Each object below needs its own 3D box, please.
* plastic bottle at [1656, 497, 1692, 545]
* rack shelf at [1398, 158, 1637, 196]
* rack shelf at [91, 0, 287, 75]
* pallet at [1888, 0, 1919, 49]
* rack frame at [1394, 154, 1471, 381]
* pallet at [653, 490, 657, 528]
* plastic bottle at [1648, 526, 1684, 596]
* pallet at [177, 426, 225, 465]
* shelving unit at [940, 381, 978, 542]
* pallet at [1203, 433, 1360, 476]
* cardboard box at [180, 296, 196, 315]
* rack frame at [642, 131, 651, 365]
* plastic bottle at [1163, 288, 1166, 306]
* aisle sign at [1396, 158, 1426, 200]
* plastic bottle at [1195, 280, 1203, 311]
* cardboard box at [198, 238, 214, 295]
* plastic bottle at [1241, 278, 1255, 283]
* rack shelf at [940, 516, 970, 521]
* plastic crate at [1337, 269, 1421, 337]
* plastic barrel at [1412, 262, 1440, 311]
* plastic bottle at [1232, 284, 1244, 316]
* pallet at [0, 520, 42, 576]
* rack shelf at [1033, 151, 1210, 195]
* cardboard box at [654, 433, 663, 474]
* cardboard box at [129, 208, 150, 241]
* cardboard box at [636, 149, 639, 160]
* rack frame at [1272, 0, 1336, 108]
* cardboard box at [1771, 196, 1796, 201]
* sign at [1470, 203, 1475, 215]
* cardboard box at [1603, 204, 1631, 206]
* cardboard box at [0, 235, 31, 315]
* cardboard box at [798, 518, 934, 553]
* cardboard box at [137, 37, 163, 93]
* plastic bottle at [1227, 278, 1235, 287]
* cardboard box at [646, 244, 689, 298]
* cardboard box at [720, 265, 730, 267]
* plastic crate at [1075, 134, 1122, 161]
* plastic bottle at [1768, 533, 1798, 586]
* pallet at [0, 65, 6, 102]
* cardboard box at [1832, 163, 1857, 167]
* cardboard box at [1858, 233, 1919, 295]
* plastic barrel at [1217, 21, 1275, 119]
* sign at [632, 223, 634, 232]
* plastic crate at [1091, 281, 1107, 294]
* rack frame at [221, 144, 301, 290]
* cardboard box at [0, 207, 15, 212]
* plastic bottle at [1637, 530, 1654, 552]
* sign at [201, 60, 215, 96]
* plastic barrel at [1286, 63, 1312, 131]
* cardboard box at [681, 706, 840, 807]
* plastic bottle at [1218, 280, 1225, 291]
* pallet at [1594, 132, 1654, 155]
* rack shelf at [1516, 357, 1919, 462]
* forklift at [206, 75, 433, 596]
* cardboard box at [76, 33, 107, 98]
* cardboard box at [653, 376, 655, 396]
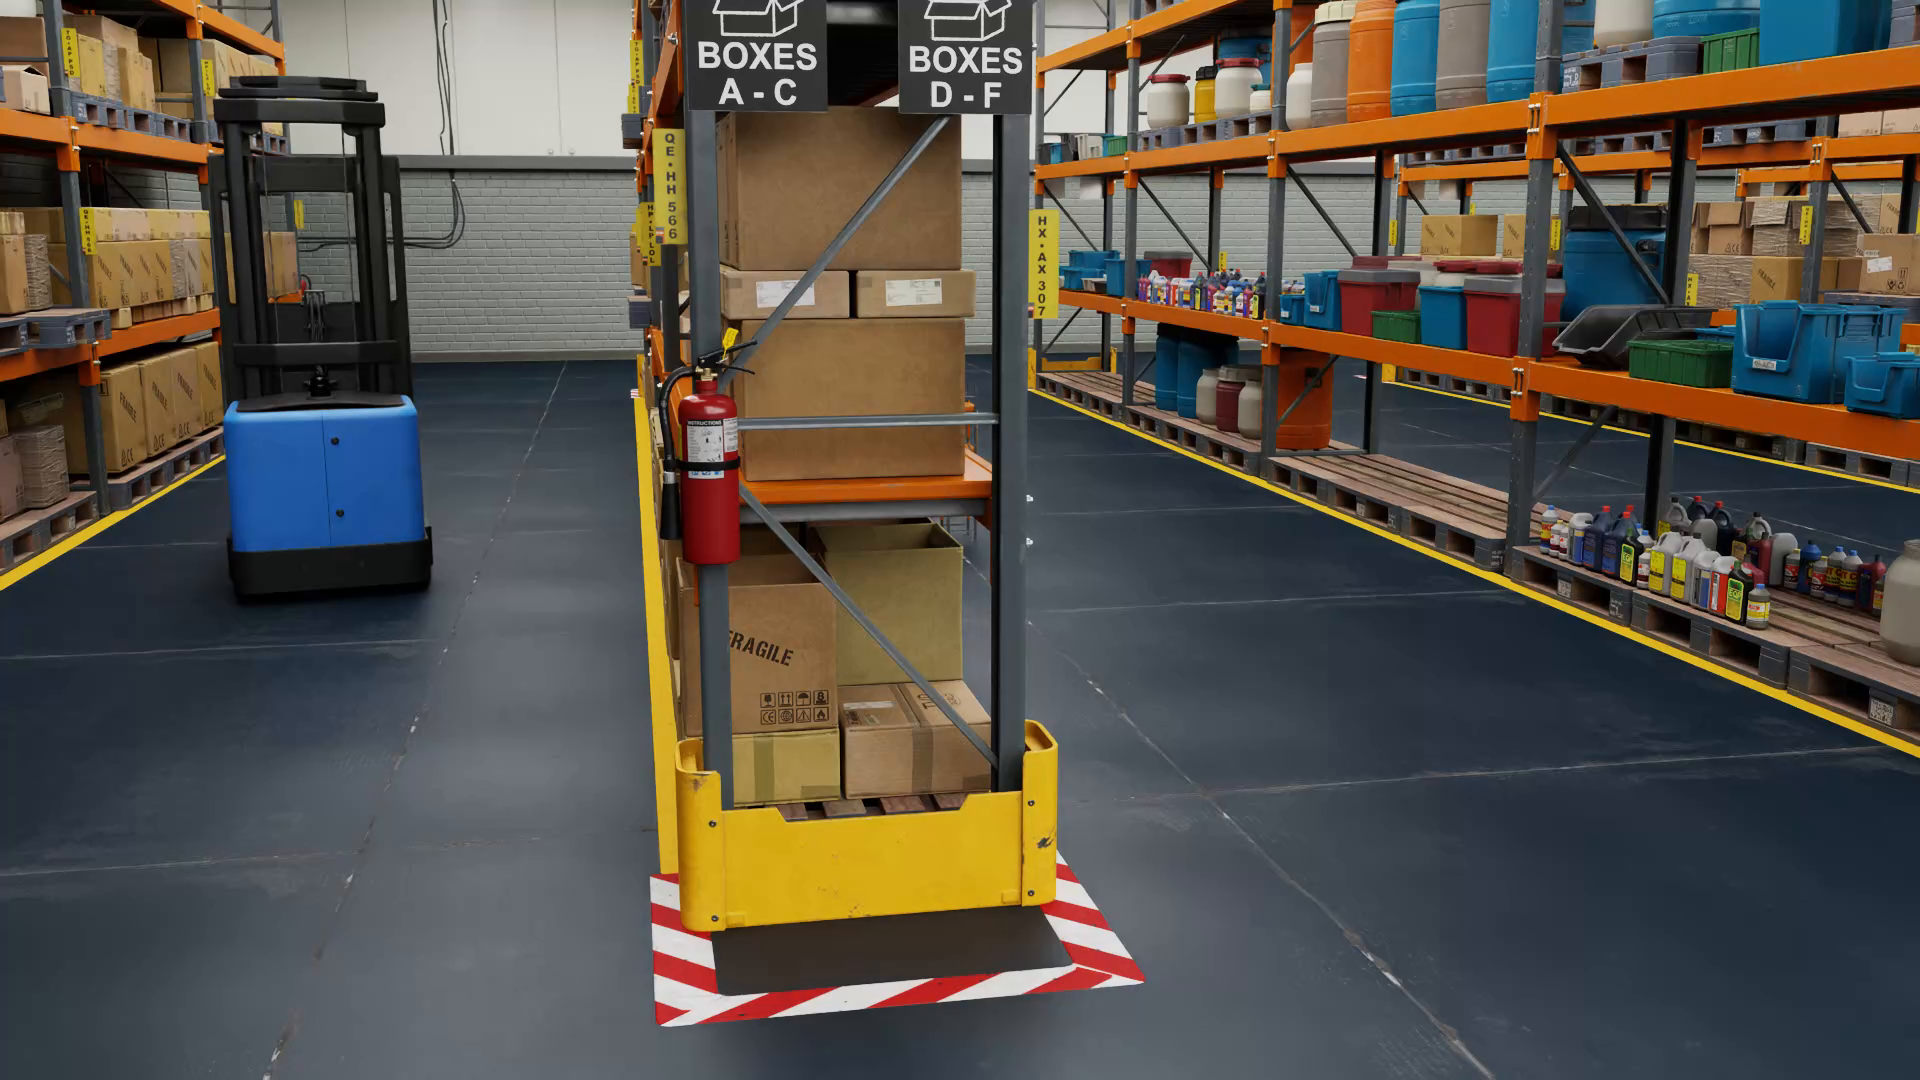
[{"bbox_3d":[4.052,-0.065,9.422,0.144,0.351,0.185,-2,11,-11],"label":"plastic bottle"},{"bbox_3d":[6.699,-4.397,20.178,1.077,0.370,4.000,-2,11,-11],"label":"rack shelf"},{"bbox_3d":[-7.877,-5.134,17.096,1.077,0.370,4.000,-2,11,-11],"label":"rack shelf"},{"bbox_3d":[4.498,-2.065,6.507,1.003,0.211,1.213,-2,11,-11],"label":"pallet"},{"bbox_3d":[6.310,-3.644,22.318,1.000,3.000,0.127,-2,11,-11],"label":"rack frame"},{"bbox_3d":[-1.730,-0.295,12.180,1.003,0.211,1.213,-2,11,-11],"label":"pallet"},{"bbox_3d":[3.655,0.098,8.567,0.144,0.351,0.185,-2,11,-11],"label":"plastic bottle"},{"bbox_3d":[-7.264,-0.861,15.156,1.003,0.211,1.213,-2,11,-11],"label":"pallet"},{"bbox_3d":[-0.010,-0.526,11.150,0.215,1.050,0.252,-2,11,-11],"label":"shelving unit"},{"bbox_3d":[2.813,-0.770,14.676,1.003,0.211,1.213,-2,11,-11],"label":"pallet"},{"bbox_3d":[-6.958,-2.064,14.634,0.380,0.149,0.250,-2,11,-11],"label":"cardboard box"},{"bbox_3d":[-2.630,-2.551,16.575,1.000,3.000,0.127,-2,11,-11],"label":"rack frame"},{"bbox_3d":[2.050,-2.409,16.360,0.097,0.201,0.097,0,11,0],"label":"plastic bottle"},{"bbox_3d":[6.002,-4.923,22.087,0.394,0.787,0.004,-2,11,-11],"label":"aisle sign"},{"bbox_3d":[2.226,-2.266,15.390,0.061,0.283,0.133,-2,11,-11],"label":"plastic bottle"},{"bbox_3d":[-7.151,-2.499,15.189,0.500,0.500,0.500,-2,11,-12],"label":"cardboard box"},{"bbox_3d":[2.818,-2.424,16.244,0.152,0.276,0.135,-2,11,-11],"label":"plastic bottle"},{"bbox_3d":[-0.010,-0.242,11.204,0.215,0.259,0.240,-2,11,-11],"label":"rack shelf"},{"bbox_3d":[3.021,-1.720,12.042,0.402,0.464,0.583,-2,11,-11],"label":"plastic crate"},{"bbox_3d":[3.499,-1.793,12.296,0.421,0.512,0.421,0,11,0],"label":"plastic barrel"},{"bbox_3d":[2.423,-2.092,14.508,0.097,0.271,0.097,0,11,0],"label":"plastic bottle"},{"bbox_3d":[-6.326,0.100,10.105,1.003,0.211,1.213,-2,11,-11],"label":"pallet"},{"bbox_3d":[1.840,-4.217,19.232,1.077,0.370,4.000,-2,11,-11],"label":"rack shelf"},{"bbox_3d":[-1.730,-0.557,10.833,0.500,0.311,0.500,-2,11,-12],"label":"cardboard box"},{"bbox_3d":[-6.752,-2.492,13.147,0.500,0.250,0.500,-2,11,-11],"label":"cardboard box"},{"bbox_3d":[-3.374,-4.397,18.653,0.500,0.250,0.500,-2,11,-11],"label":"cardboard box"},{"bbox_3d":[3.007,-4.944,13.102,1.000,3.000,0.127,-2,11,-11],"label":"rack frame"},{"bbox_3d":[11.126,-4.308,22.070,0.500,0.500,0.500,-2,11,-9],"label":"cardboard box"},{"bbox_3d":[6.845,-4.346,22.278,0.100,0.325,0.005,-2,11,-11],"label":"sign"},{"bbox_3d":[7.220,-3.335,17.747,0.797,0.503,0.637,-2,11,-12],"label":"cardboard box"},{"bbox_3d":[-6.474,-1.714,10.736,0.700,0.500,0.500,-3,11,-16],"label":"cardboard box"},{"bbox_3d":[-0.391,0.137,6.679,0.500,0.500,0.500,-2,11,-11],"label":"cardboard box"},{"bbox_3d":[-7.853,-4.513,15.868,0.500,0.500,0.500,-2,11,-11],"label":"cardboard box"},{"bbox_3d":[2.673,-2.439,16.332,0.097,0.271,0.097,0,11,0],"label":"plastic bottle"},{"bbox_3d":[-2.085,-2.184,13.257,0.700,0.500,0.500,-6,12,-30],"label":"cardboard box"},{"bbox_3d":[-0.660,-0.876,5.772,0.380,0.149,0.250,-2,11,-12],"label":"cardboard box"},{"bbox_3d":[1.580,-4.461,18.908,0.437,0.282,0.530,-2,11,-11],"label":"plastic crate"},{"bbox_3d":[4.321,0.091,8.803,0.152,0.276,0.135,-2,11,-10],"label":"plastic bottle"},{"bbox_3d":[-6.153,-2.591,9.267,1.213,0.211,1.003,-2,11,-11],"label":"pallet"},{"bbox_3d":[11.332,-4.828,20.919,0.500,0.250,0.500,-2,11,-11],"label":"cardboard box"},{"bbox_3d":[8.010,-2.334,14.048,0.500,0.500,0.500,-4,11,-18],"label":"cardboard box"},{"bbox_3d":[2.711,-4.349,15.536,0.600,0.901,0.708,-2,11,-11],"label":"plastic barrel"},{"bbox_3d":[-3.940,-3.690,20.245,0.100,0.325,0.005,-2,11,-11],"label":"sign"},{"bbox_3d":[1.748,-2.820,18.565,0.437,0.125,0.590,-2,11,-11],"label":"plastic crate"},{"bbox_3d":[-8.266,-3.103,19.479,1.000,3.000,0.127,-2,11,-11],"label":"rack frame"},{"bbox_3d":[-7.053,-2.283,12.049,0.500,0.250,0.500,-2,11,-9],"label":"cardboard box"},{"bbox_3d":[3.637,0.085,8.849,0.097,0.271,0.097,0,11,0],"label":"plastic bottle"},{"bbox_3d":[-6.958,-4.273,15.380,0.100,0.325,0.005,-2,11,-11],"label":"sign"},{"bbox_3d":[2.767,-3.457,13.014,0.421,0.512,0.421,0,11,0],"label":"plastic barrel"},{"bbox_3d":[-0.690,0.707,5.690,0.500,0.250,0.500,-2,11,-11],"label":"cardboard box"},{"bbox_3d":[2.393,-2.247,15.289,0.061,0.283,0.133,-2,11,-11],"label":"plastic bottle"},{"bbox_3d":[7.314,-4.123,17.327,0.805,0.209,1.217,-3,11,-13],"label":"pallet"},{"bbox_3d":[4.174,-0.543,7.949,1.077,0.370,4.000,-2,11,-11],"label":"rack shelf"},{"bbox_3d":[-4.064,-1.360,10.501,1.130,2.935,3.031,-4,12,-20],"label":"forklift"},{"bbox_3d":[-7.111,-3.659,12.932,0.700,0.500,0.500,-2,11,-8],"label":"cardboard box"},{"bbox_3d":[-2.279,-1.347,13.753,0.500,0.250,0.500,-2,11,-9],"label":"cardboard box"}]
